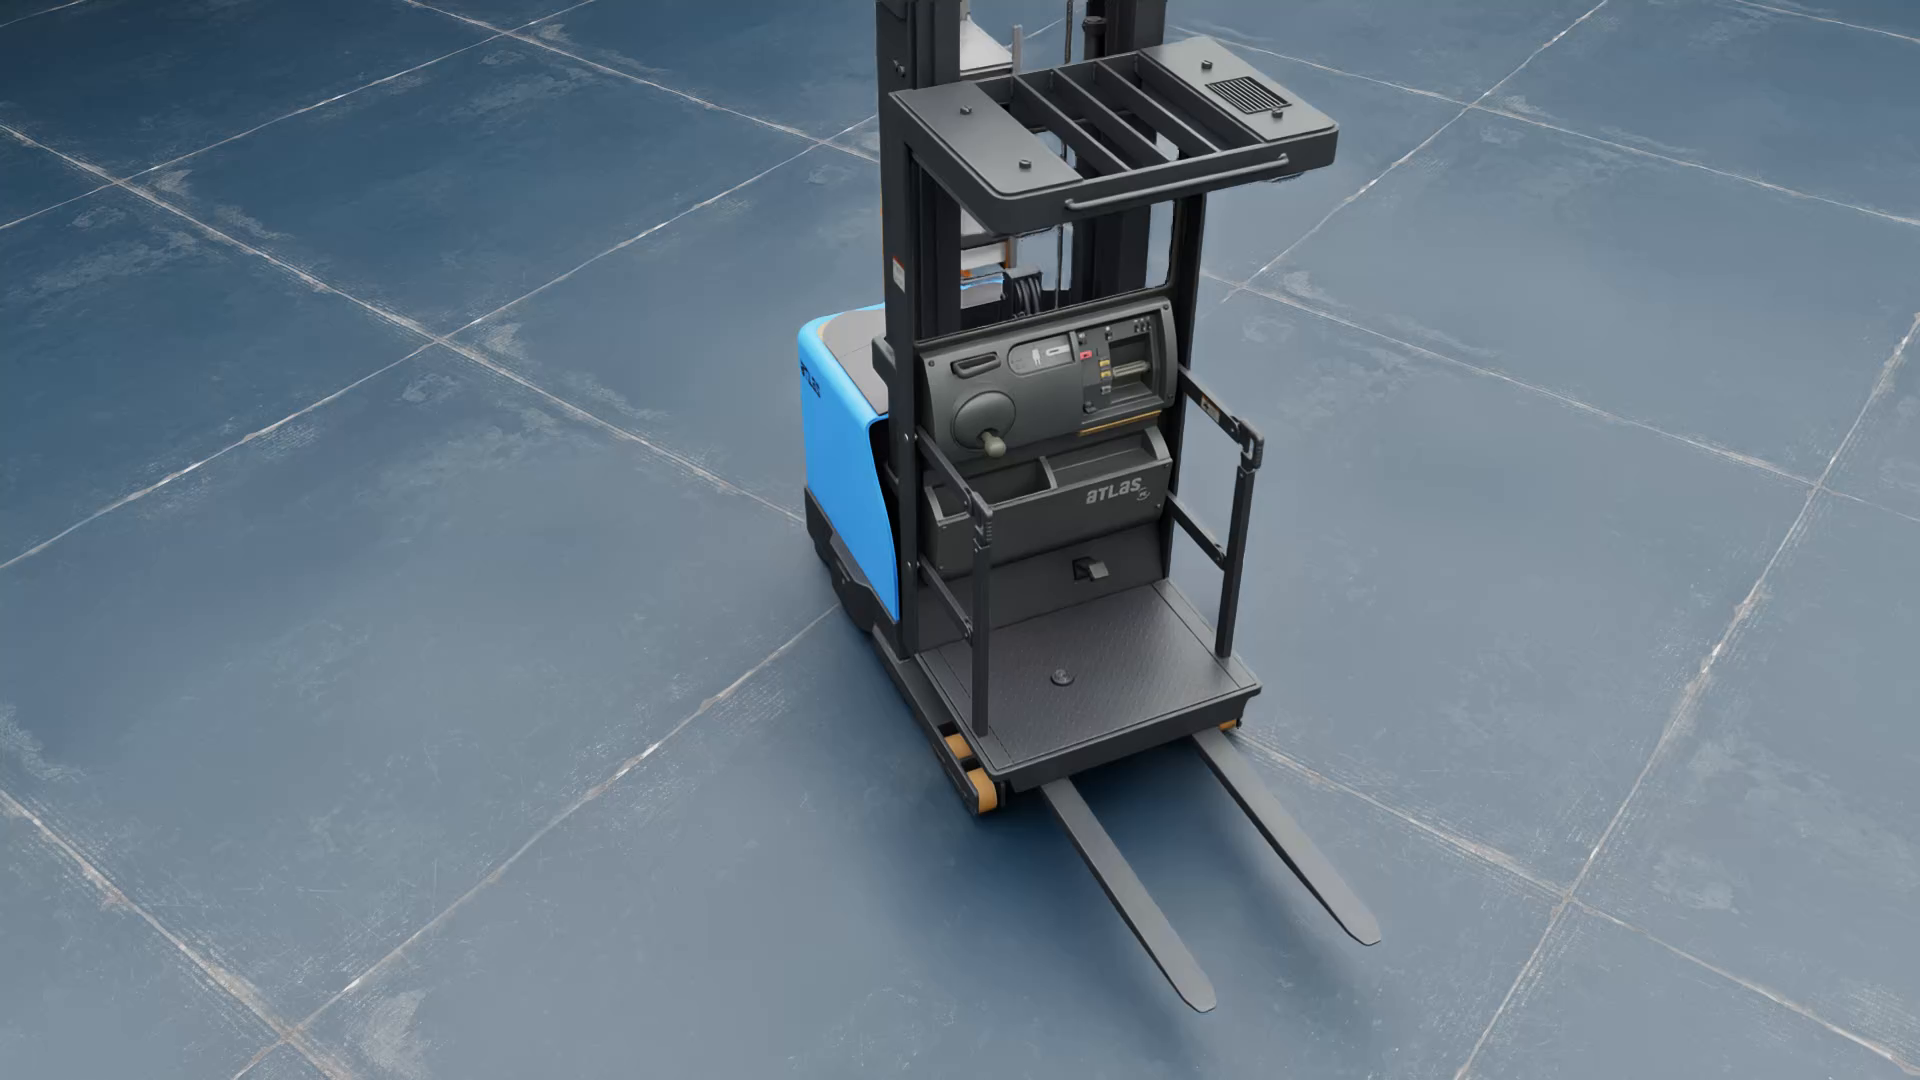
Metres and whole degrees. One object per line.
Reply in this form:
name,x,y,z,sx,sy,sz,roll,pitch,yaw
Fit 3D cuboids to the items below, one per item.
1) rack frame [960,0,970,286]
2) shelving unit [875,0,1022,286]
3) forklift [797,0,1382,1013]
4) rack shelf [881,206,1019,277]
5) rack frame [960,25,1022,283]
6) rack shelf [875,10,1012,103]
rack frame,-0.147,-1.363,7.288,0.400,2.100,0.015,-15,41,-19
shelving unit,-0.048,-1.226,7.113,0.431,2.100,0.503,-15,41,-19
forklift,0.407,-0.475,5.479,1.130,2.935,3.031,-16,41,-19
rack shelf,-0.048,-1.215,7.121,0.431,0.518,0.480,-15,41,-19
rack frame,0.051,-1.089,6.937,0.400,2.100,0.015,-15,41,-19
rack shelf,-0.048,-1.766,6.690,0.431,0.518,0.480,-15,41,-19
